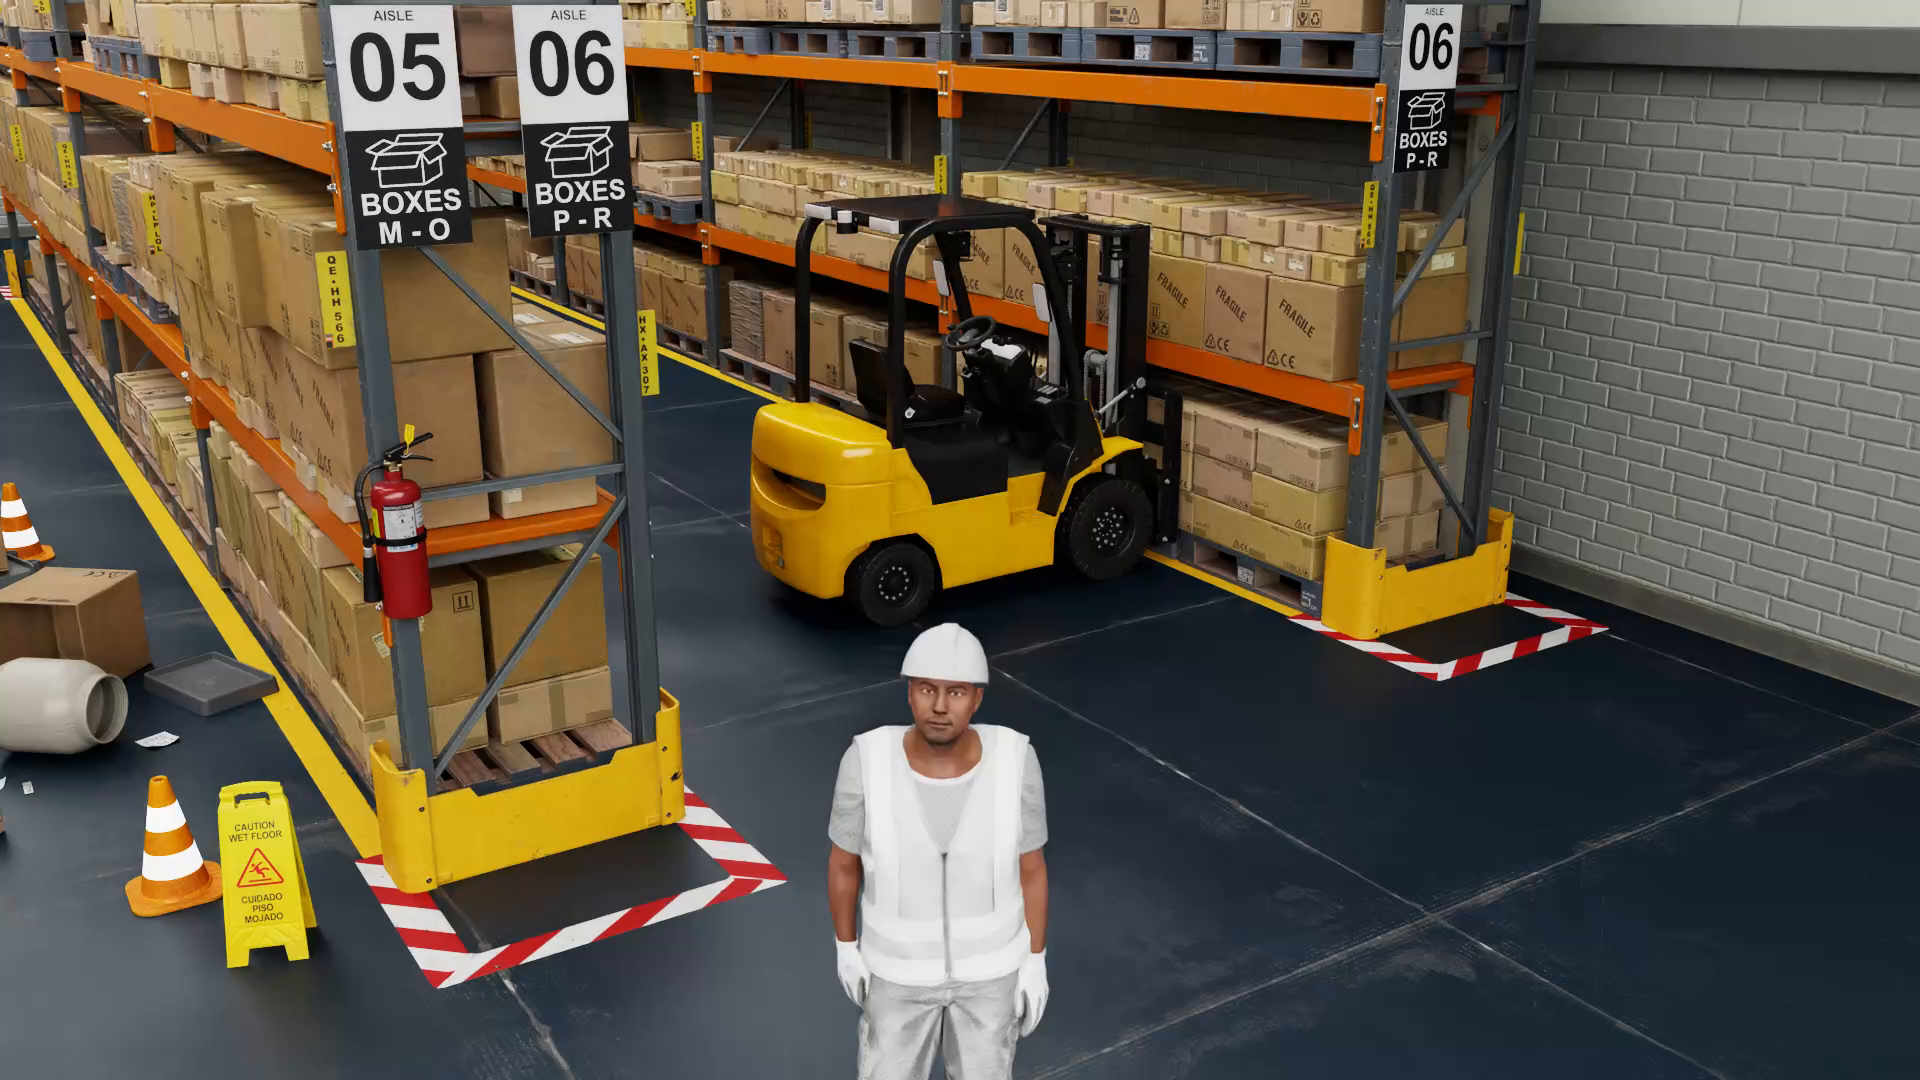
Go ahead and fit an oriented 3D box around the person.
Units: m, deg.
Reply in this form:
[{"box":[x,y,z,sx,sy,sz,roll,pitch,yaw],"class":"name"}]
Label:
[{"box":[-0.053,1.047,4.215,0.551,1.771,0.543,-2,18,-5],"class":"person"}]
